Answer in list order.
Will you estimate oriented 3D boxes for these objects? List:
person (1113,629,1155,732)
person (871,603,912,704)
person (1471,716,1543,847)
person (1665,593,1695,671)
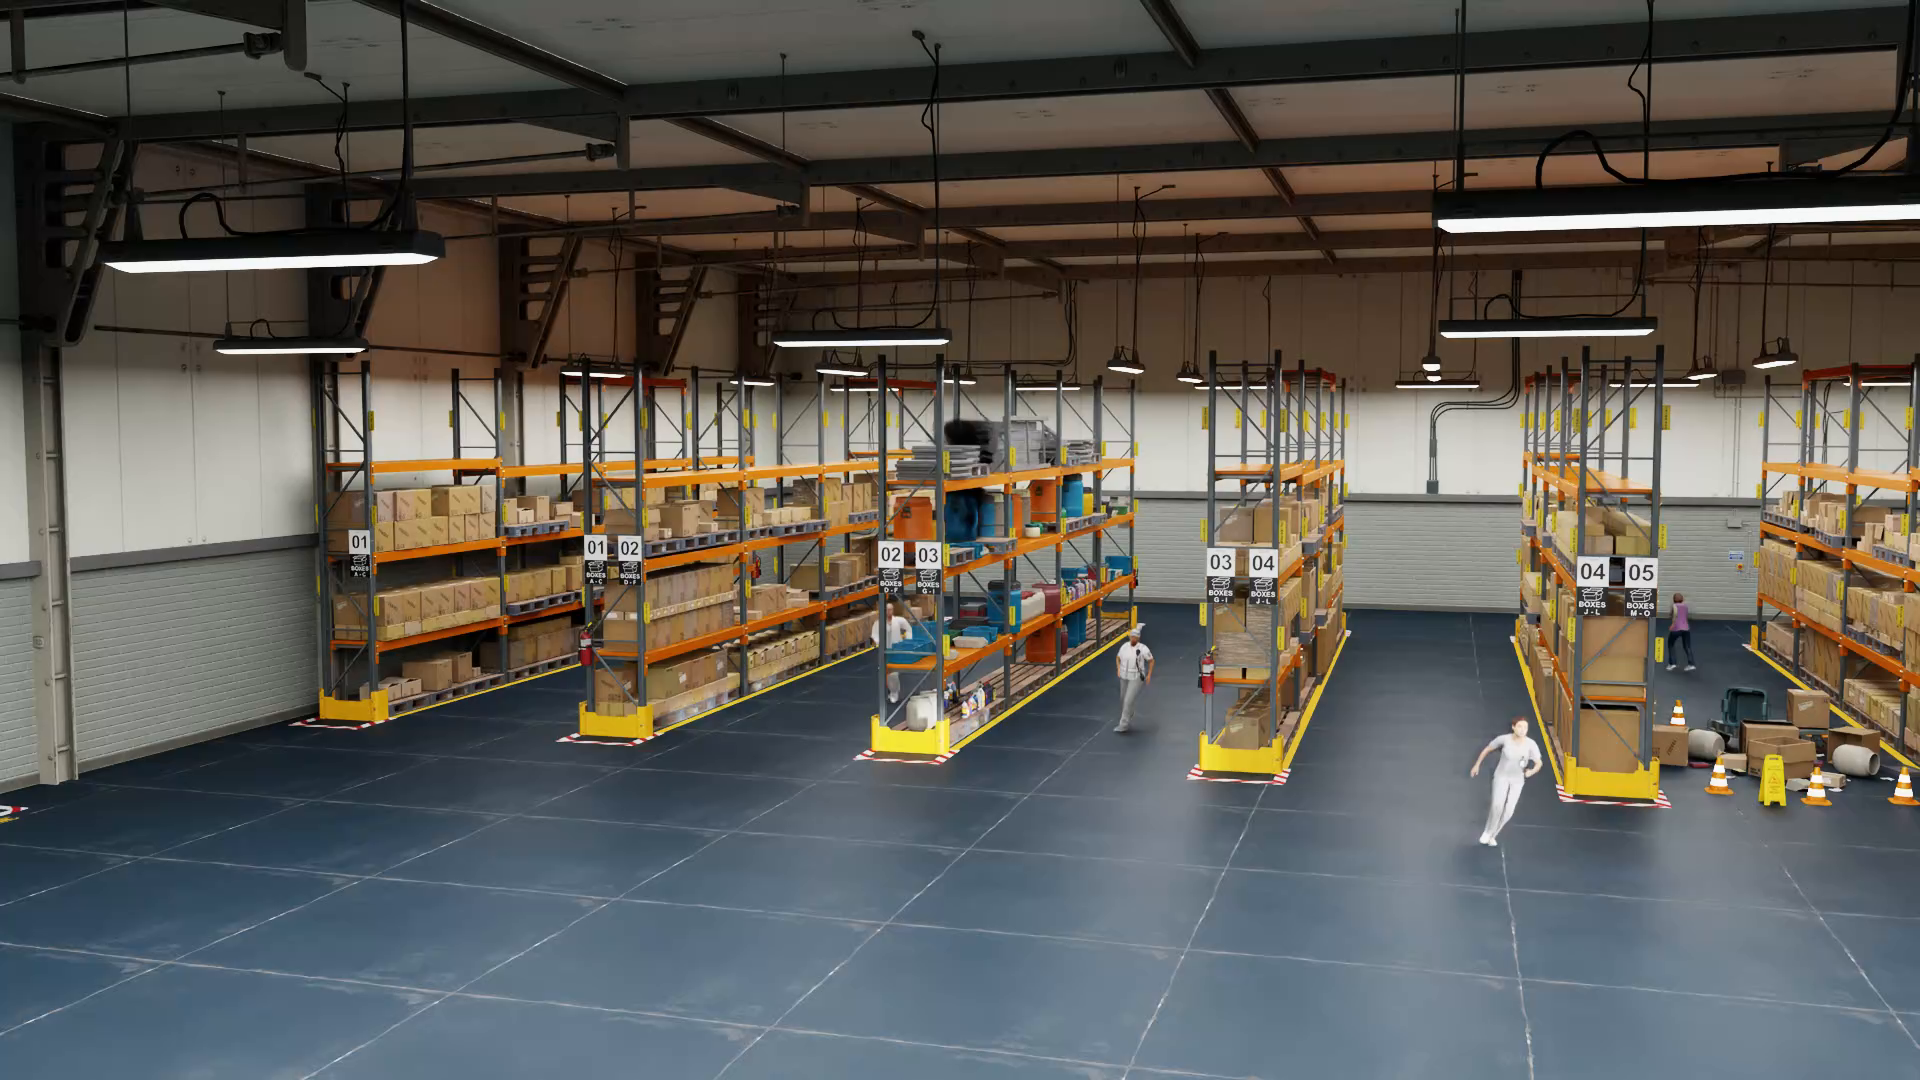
[{"bbox_3d":[2.780,2.236,26.797,0.644,1.645,0.908,3,5,34],"label":"person"},{"bbox_3d":[-1.248,2.013,29.542,0.664,1.780,0.849,1,4,17],"label":"person"},{"bbox_3d":[6.435,2.834,19.480,0.738,1.567,0.623,0,4,2],"label":"person"},{"bbox_3d":[14.385,1.852,33.200,0.533,1.567,0.904,0,4,-6],"label":"person"}]
